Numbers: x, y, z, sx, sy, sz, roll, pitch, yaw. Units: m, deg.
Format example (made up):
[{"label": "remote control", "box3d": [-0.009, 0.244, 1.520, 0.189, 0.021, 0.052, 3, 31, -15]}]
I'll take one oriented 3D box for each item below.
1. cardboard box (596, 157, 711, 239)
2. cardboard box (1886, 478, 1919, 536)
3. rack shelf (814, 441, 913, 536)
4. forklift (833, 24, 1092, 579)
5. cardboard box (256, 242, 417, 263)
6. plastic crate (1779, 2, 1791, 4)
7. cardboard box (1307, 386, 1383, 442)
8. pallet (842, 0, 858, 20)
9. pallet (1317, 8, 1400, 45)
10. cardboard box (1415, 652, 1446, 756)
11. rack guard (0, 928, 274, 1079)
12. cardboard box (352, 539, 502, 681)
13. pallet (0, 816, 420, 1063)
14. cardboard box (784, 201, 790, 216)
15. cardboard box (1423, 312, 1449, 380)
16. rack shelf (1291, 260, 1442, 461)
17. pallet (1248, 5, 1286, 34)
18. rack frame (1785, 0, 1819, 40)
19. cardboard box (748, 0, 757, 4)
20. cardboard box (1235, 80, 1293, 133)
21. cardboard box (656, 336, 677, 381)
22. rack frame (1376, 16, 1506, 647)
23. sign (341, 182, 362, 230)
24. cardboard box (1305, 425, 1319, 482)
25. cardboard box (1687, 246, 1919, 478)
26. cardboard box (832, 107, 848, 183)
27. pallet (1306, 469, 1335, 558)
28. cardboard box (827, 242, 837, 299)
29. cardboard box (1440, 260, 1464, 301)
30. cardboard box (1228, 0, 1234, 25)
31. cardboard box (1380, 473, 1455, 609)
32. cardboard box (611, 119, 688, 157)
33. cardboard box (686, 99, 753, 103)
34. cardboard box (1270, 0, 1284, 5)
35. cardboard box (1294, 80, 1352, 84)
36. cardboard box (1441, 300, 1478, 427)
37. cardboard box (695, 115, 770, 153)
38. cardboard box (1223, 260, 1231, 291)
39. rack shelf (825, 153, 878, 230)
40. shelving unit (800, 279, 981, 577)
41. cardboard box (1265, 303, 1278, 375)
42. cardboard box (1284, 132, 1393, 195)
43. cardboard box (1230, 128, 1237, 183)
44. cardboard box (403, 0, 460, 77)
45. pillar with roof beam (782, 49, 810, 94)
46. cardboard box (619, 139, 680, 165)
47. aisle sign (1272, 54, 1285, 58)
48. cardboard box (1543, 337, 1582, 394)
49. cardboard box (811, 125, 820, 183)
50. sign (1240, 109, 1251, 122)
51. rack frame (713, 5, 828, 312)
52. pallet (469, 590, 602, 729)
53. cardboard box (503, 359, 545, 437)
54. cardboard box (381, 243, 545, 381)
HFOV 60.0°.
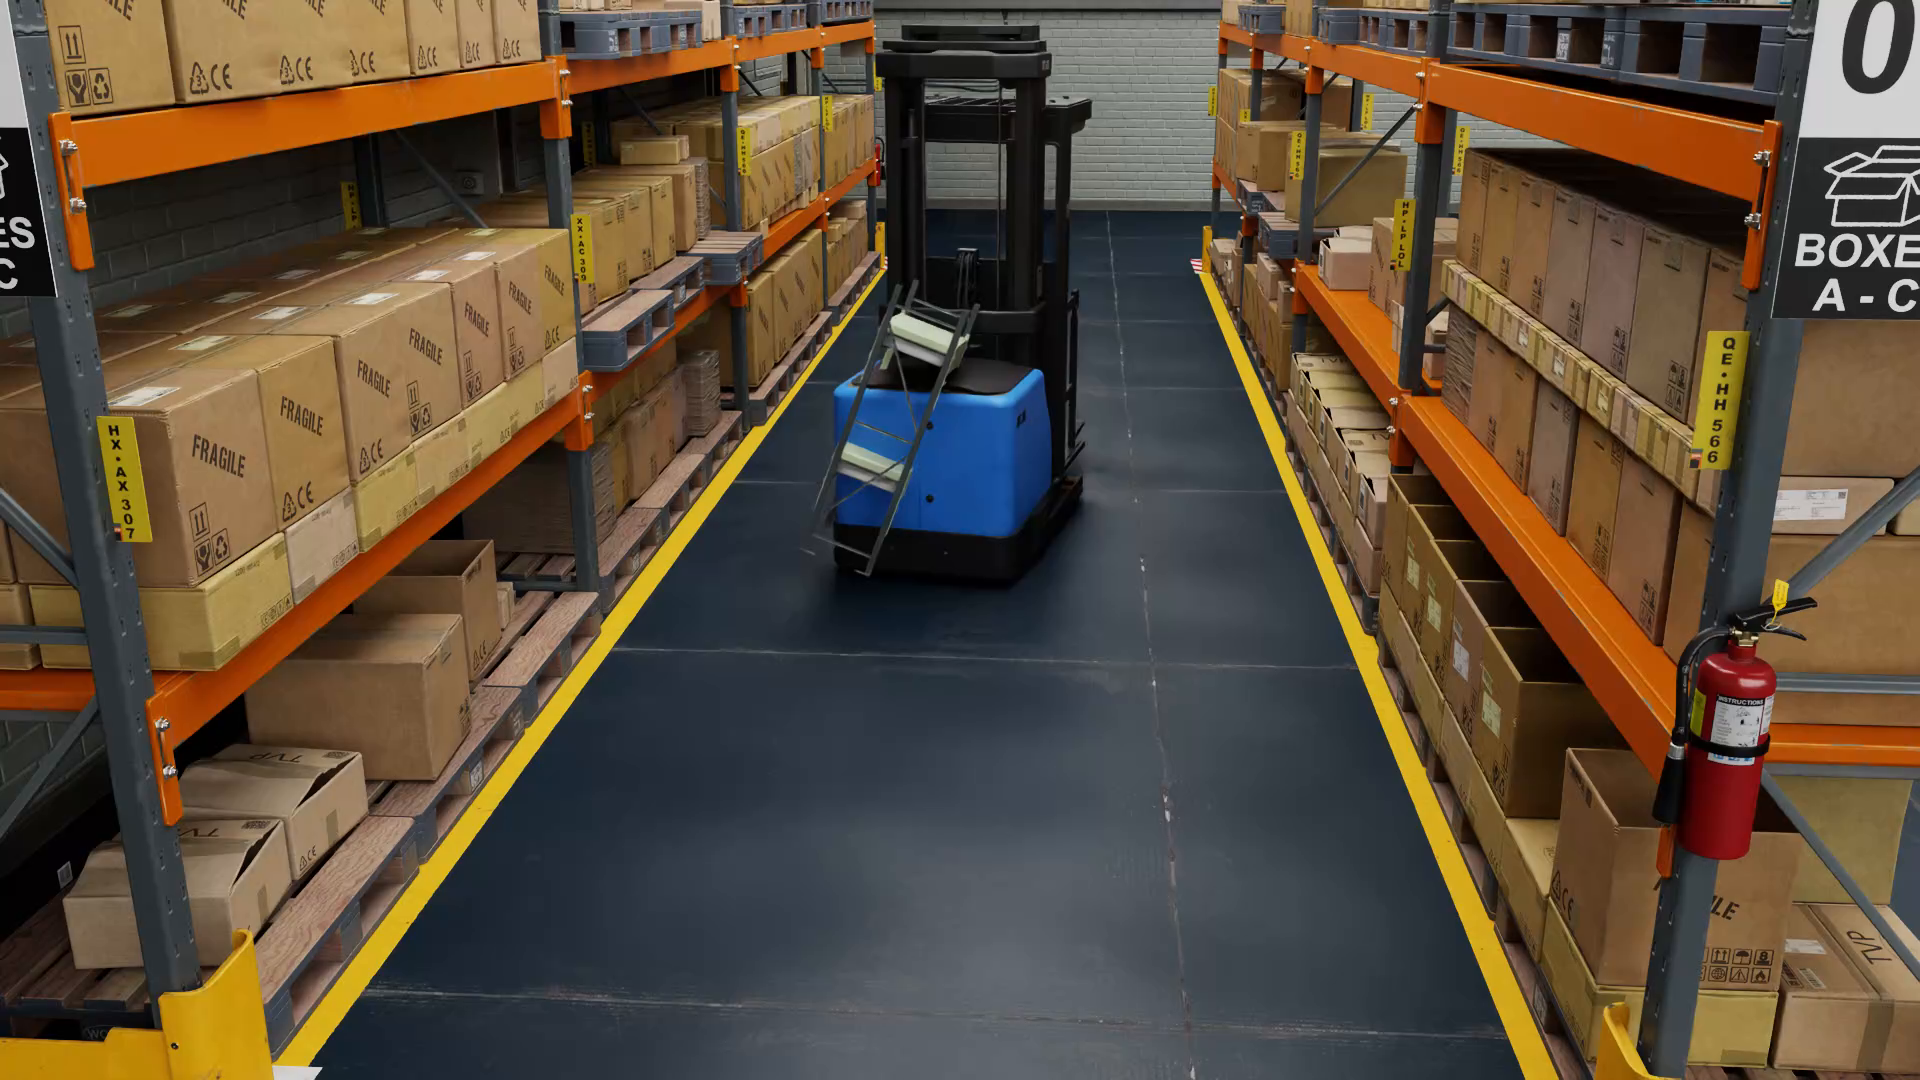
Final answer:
[{"label": "cardboard box", "box3d": [-2.092, -2.346, 11.399, 0.700, 0.500, 0.500, -1, 18, -3]}, {"label": "cardboard box", "box3d": [2.542, -0.115, 4.253, 0.380, 0.149, 0.250, 1, 18, 4]}, {"label": "rack shelf", "box3d": [-0.483, -0.331, 9.127, 0.431, 0.370, 0.720, 21, 12, 1]}, {"label": "forklift", "box3d": [0.165, -1.601, 10.101, 1.130, 2.935, 3.031, 5, 19, 14]}, {"label": "cardboard box", "box3d": [-2.638, -0.986, 7.120, 0.500, 0.500, 0.500, 1, 18, 4]}, {"label": "plastic crate", "box3d": [7.847, -4.893, 15.489, 0.416, 0.233, 0.300, 1, 18, 4]}, {"label": "cardboard box", "box3d": [2.474, -0.808, 10.412, 0.500, 0.311, 0.500, 1, 18, 2]}, {"label": "pallet", "box3d": [-1.622, -5.493, 17.195, 1.003, 0.211, 1.213, 1, 18, 4]}, {"label": "pallet", "box3d": [2.913, -3.249, 10.508, 1.213, 0.211, 1.003, 2, 18, 6]}, {"label": "cardboard box", "box3d": [2.169, 0.671, 6.801, 0.500, 0.250, 0.500, 1, 18, 4]}, {"label": "rack guard", "box3d": [-2.636, 1.413, 4.808, 1.175, 0.500, 0.348, 1, 18, 4]}, {"label": "cardboard box", "box3d": [-2.390, 0.309, 7.472, 0.500, 0.500, 0.500, 0, 18, 0]}, {"label": "pallet", "box3d": [-2.543, 1.299, 5.620, 1.003, 0.211, 1.213, 1, 18, 4]}, {"label": "cardboard box", "box3d": [-1.658, -2.863, 14.216, 0.380, 0.149, 0.250, 1, 18, 2]}, {"label": "cardboard box", "box3d": [2.578, -0.967, 8.297, 0.500, 0.250, 0.500, 2, 18, 7]}, {"label": "rack shelf", "box3d": [2.729, -1.163, 9.812, 1.077, 0.370, 4.000, 1, 18, 4]}, {"label": "pallet", "box3d": [2.972, -4.182, 13.352, 1.213, 0.211, 1.003, 1, 18, 4]}, {"label": "rack frame", "box3d": [2.299, -2.493, 3.078, 1.000, 3.000, 0.127, 1, 18, 4]}, {"label": "cardboard box", "box3d": [-2.030, -4.561, 13.340, 0.700, 0.500, 0.500, 1, 18, 4]}, {"label": "cardboard box", "box3d": [2.972, -4.213, 16.198, 0.500, 0.500, 0.500, 1, 18, 3]}, {"label": "cardboard box", "box3d": [-2.171, -1.213, 10.911, 0.500, 0.250, 0.500, 2, 18, 5]}, {"label": "rack frame", "box3d": [2.586, -0.884, 7.804, 1.000, 3.000, 0.127, 1, 18, 4]}, {"label": "sign", "box3d": [-2.909, -1.555, 7.992, 0.100, 0.325, 0.005, 1, 18, 4]}, {"label": "cardboard box", "box3d": [2.476, -0.545, 10.512, 0.500, 0.250, 0.500, 1, 18, 2]}, {"label": "cardboard box", "box3d": [2.349, -0.467, 4.287, 0.700, 0.500, 0.500, 1, 18, 4]}, {"label": "cardboard box", "box3d": [-1.669, -4.015, 16.878, 0.980, 0.700, 0.700, 1, 18, 3]}, {"label": "pallet", "box3d": [2.685, -0.169, 10.098, 1.003, 0.211, 1.213, 1, 18, 4]}, {"label": "cardboard box", "box3d": [-1.626, -2.720, 16.746, 0.700, 0.500, 0.500, 2, 18, 5]}, {"label": "cardboard box", "box3d": [2.374, -1.161, 7.446, 0.380, 0.149, 0.250, 1, 18, 4]}, {"label": "cardboard box", "box3d": [3.073, -5.501, 17.318, 0.500, 0.250, 0.500, 1, 18, 4]}, {"label": "cardboard box", "box3d": [2.241, 0.004, 7.632, 0.500, 0.500, 0.500, 1, 18, 4]}, {"label": "cardboard box", "box3d": [-2.295, -2.937, 12.195, 0.500, 0.250, 0.500, 2, 18, 5]}, {"label": "cardboard box", "box3d": [-2.105, -3.733, 14.624, 0.500, 0.250, 0.500, 1, 18, 5]}, {"label": "cardboard box", "box3d": [3.050, -4.934, 14.351, 0.600, 0.600, 0.600, 0, 18, -1]}, {"label": "cardboard box", "box3d": [3.511, -4.192, 16.132, 0.500, 0.500, 0.500, 1, 18, 2]}, {"label": "cardboard box", "box3d": [2.561, -0.794, 7.367, 0.700, 0.500, 0.500, 1, 18, 2]}, {"label": "cardboard box", "box3d": [-1.741, -3.093, 12.670, 0.500, 0.250, 0.500, 1, 18, 3]}, {"label": "cardboard box", "box3d": [2.971, -2.716, 17.007, 0.500, 0.311, 0.500, 1, 18, 4]}, {"label": "rack shelf", "box3d": [-1.638, -3.757, 17.728, 1.077, 0.370, 4.000, 1, 18, 4]}, {"label": "shelving unit", "box3d": [-0.369, -0.629, 9.059, 0.431, 1.500, 0.755, 21, 12, 1]}, {"label": "cardboard box", "box3d": [2.743, -1.604, 13.309, 0.500, 0.500, 0.500, 1, 18, 2]}, {"label": "cardboard box", "box3d": [3.094, -3.066, 13.627, 0.700, 0.500, 0.500, -3, 18, -10]}, {"label": "cardboard box", "box3d": [3.010, -3.897, 16.838, 0.500, 0.500, 0.500, 2, 18, 5]}, {"label": "cardboard box", "box3d": [-2.196, -1.984, 6.150, 0.500, 0.500, 0.500, 1, 18, 2]}, {"label": "pillar with roof beam", "box3d": [2.130, -8.333, 20.903, 9.100, 9.000, 0.400, 1, 18, 4]}, {"label": "cardboard box", "box3d": [-2.072, -2.593, 11.109, 0.380, 0.149, 0.250, -2, 18, -5]}, {"label": "aisle sign", "box3d": [3.757, -5.861, 18.817, 0.394, 0.787, 0.004, 1, 18, 4]}, {"label": "cardboard box", "box3d": [2.246, -0.602, 5.741, 0.380, 0.149, 0.250, 1, 18, 3]}, {"label": "cardboard box", "box3d": [-1.563, -3.527, 15.201, 0.500, 0.500, 0.500, 1, 18, 3]}, {"label": "sign", "box3d": [2.618, -3.790, 15.281, 0.100, 0.325, 0.005, 1, 18, 4]}, {"label": "rack frame", "box3d": [-1.782, -3.478, 15.720, 1.000, 3.000, 0.127, 1, 18, 4]}, {"label": "pallet", "box3d": [-2.368, 0.541, 7.933, 1.003, 0.211, 1.213, 1, 18, 4]}, {"label": "cardboard box", "box3d": [-2.131, -0.623, 7.217, 0.500, 0.250, 0.500, 1, 18, 4]}, {"label": "cardboard box", "box3d": [-2.111, -0.979, 7.099, 0.500, 0.500, 0.500, 1, 18, 4]}]
